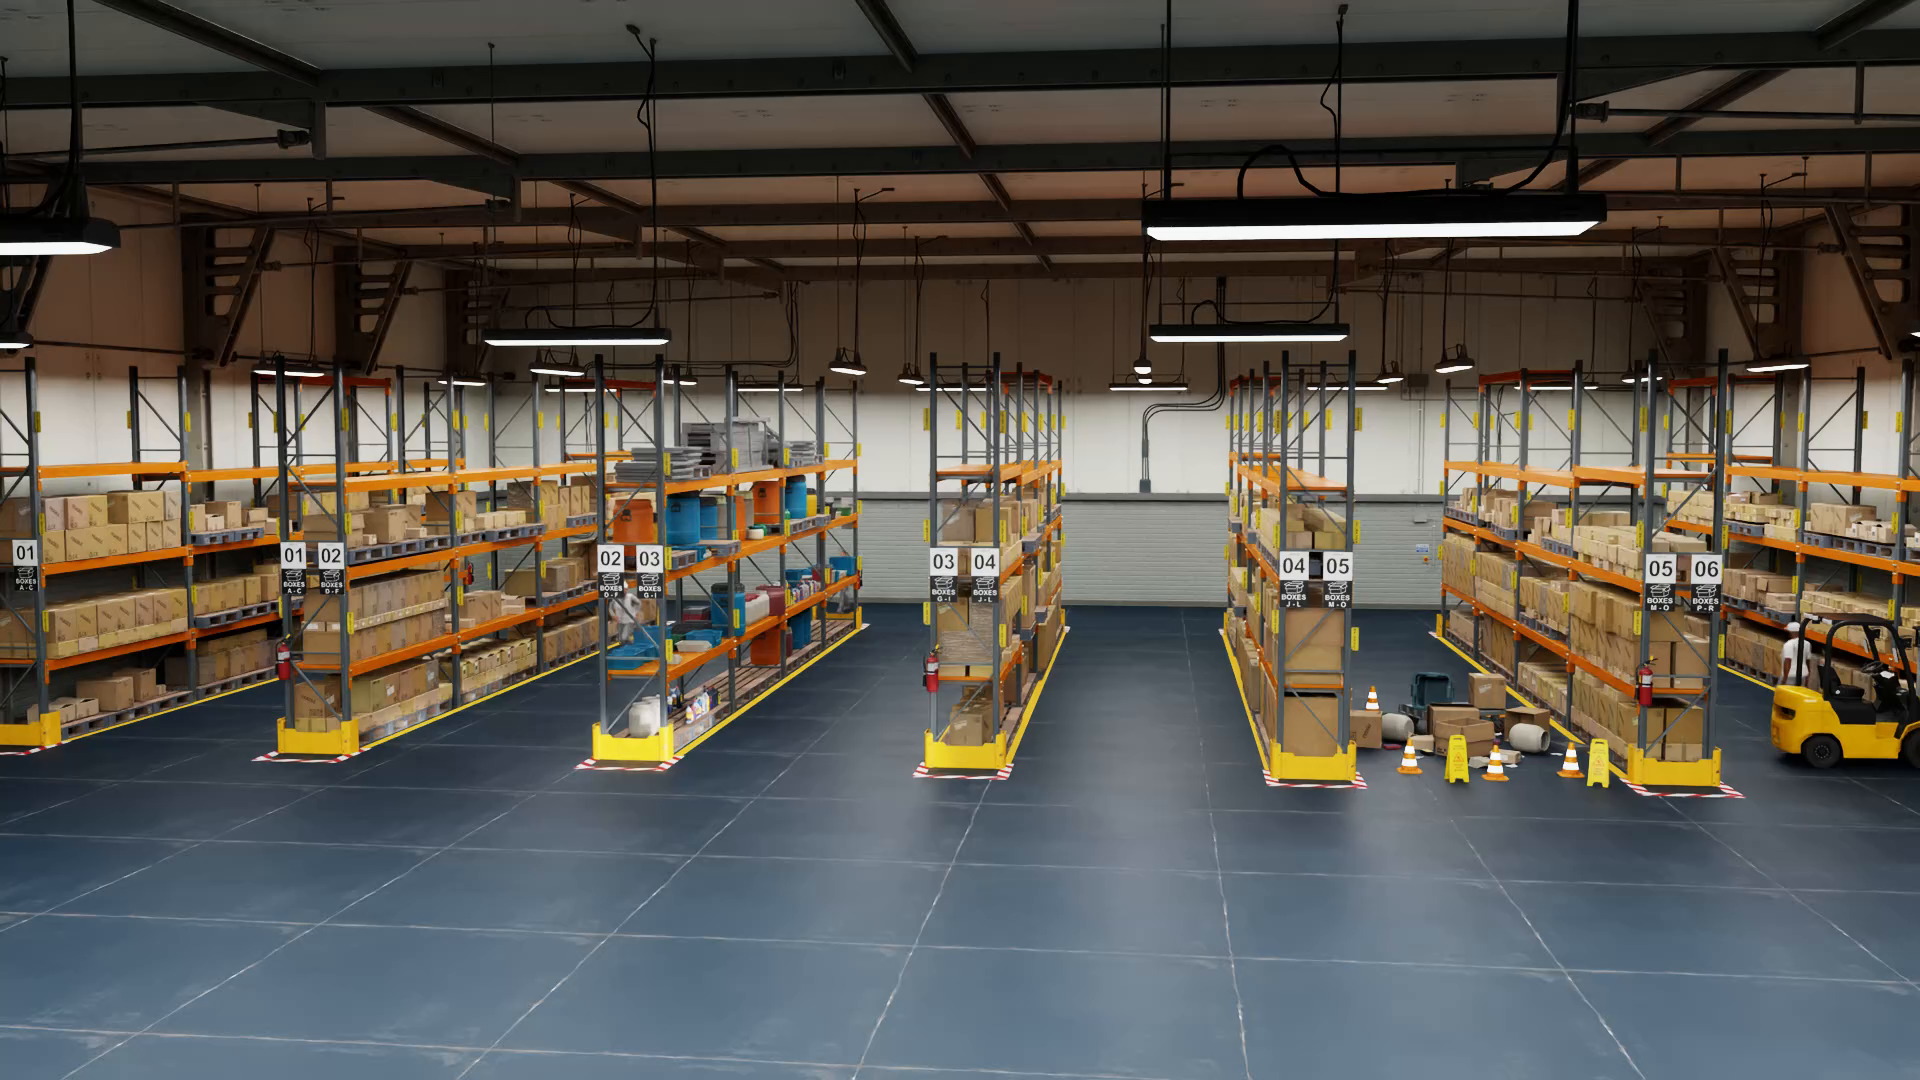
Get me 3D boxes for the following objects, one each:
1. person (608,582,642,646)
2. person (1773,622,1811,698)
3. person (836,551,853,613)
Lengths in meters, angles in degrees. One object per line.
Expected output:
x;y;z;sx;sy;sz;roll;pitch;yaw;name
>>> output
-7.014;1.693;34.915;0.630;1.683;0.726;1;4;16;person
13.512;2.220;26.936;0.610;1.774;0.440;-1;4;-19;person
-3.135;1.080;43.817;0.448;1.596;0.989;2;4;23;person
